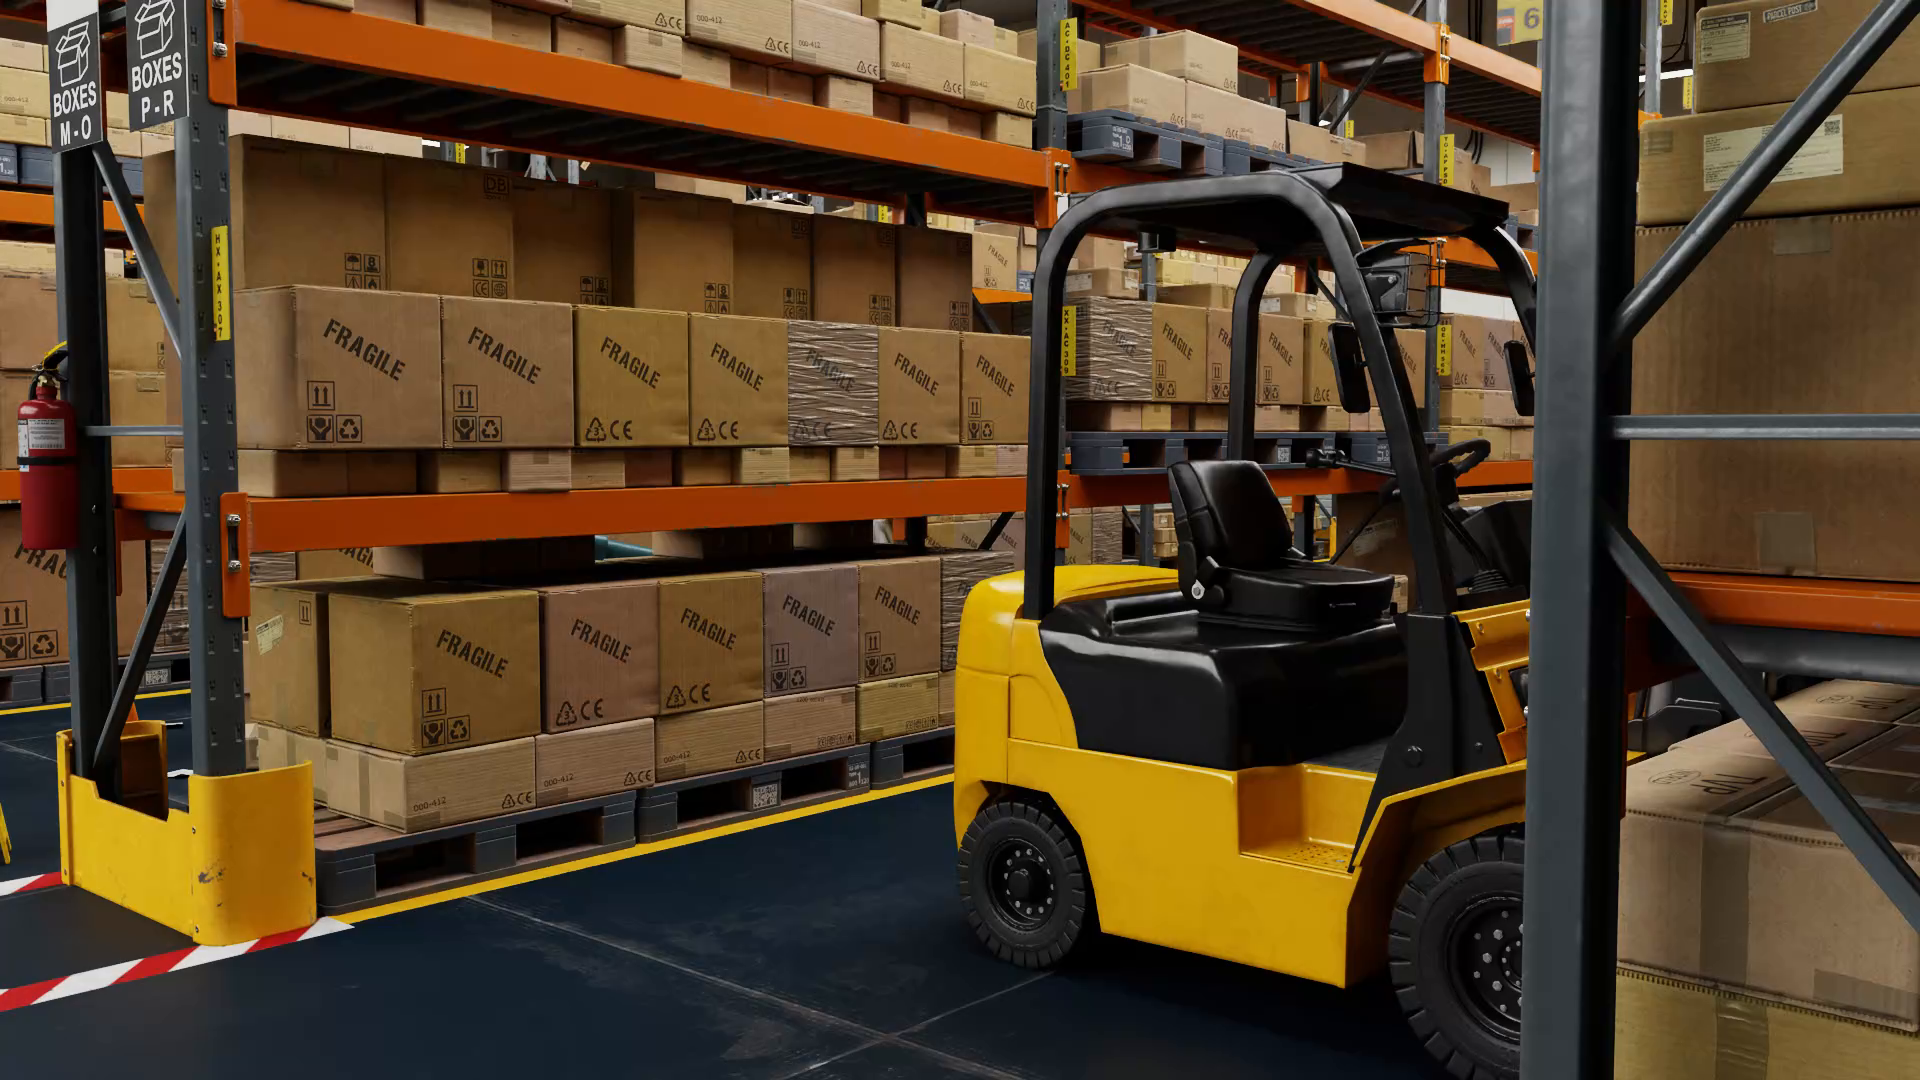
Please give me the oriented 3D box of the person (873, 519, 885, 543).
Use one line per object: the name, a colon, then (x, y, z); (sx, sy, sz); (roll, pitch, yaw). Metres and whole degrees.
person: (-0.763, -0.094, 11.689); (0.554, 1.695, 0.467); (3, 5, 43)
